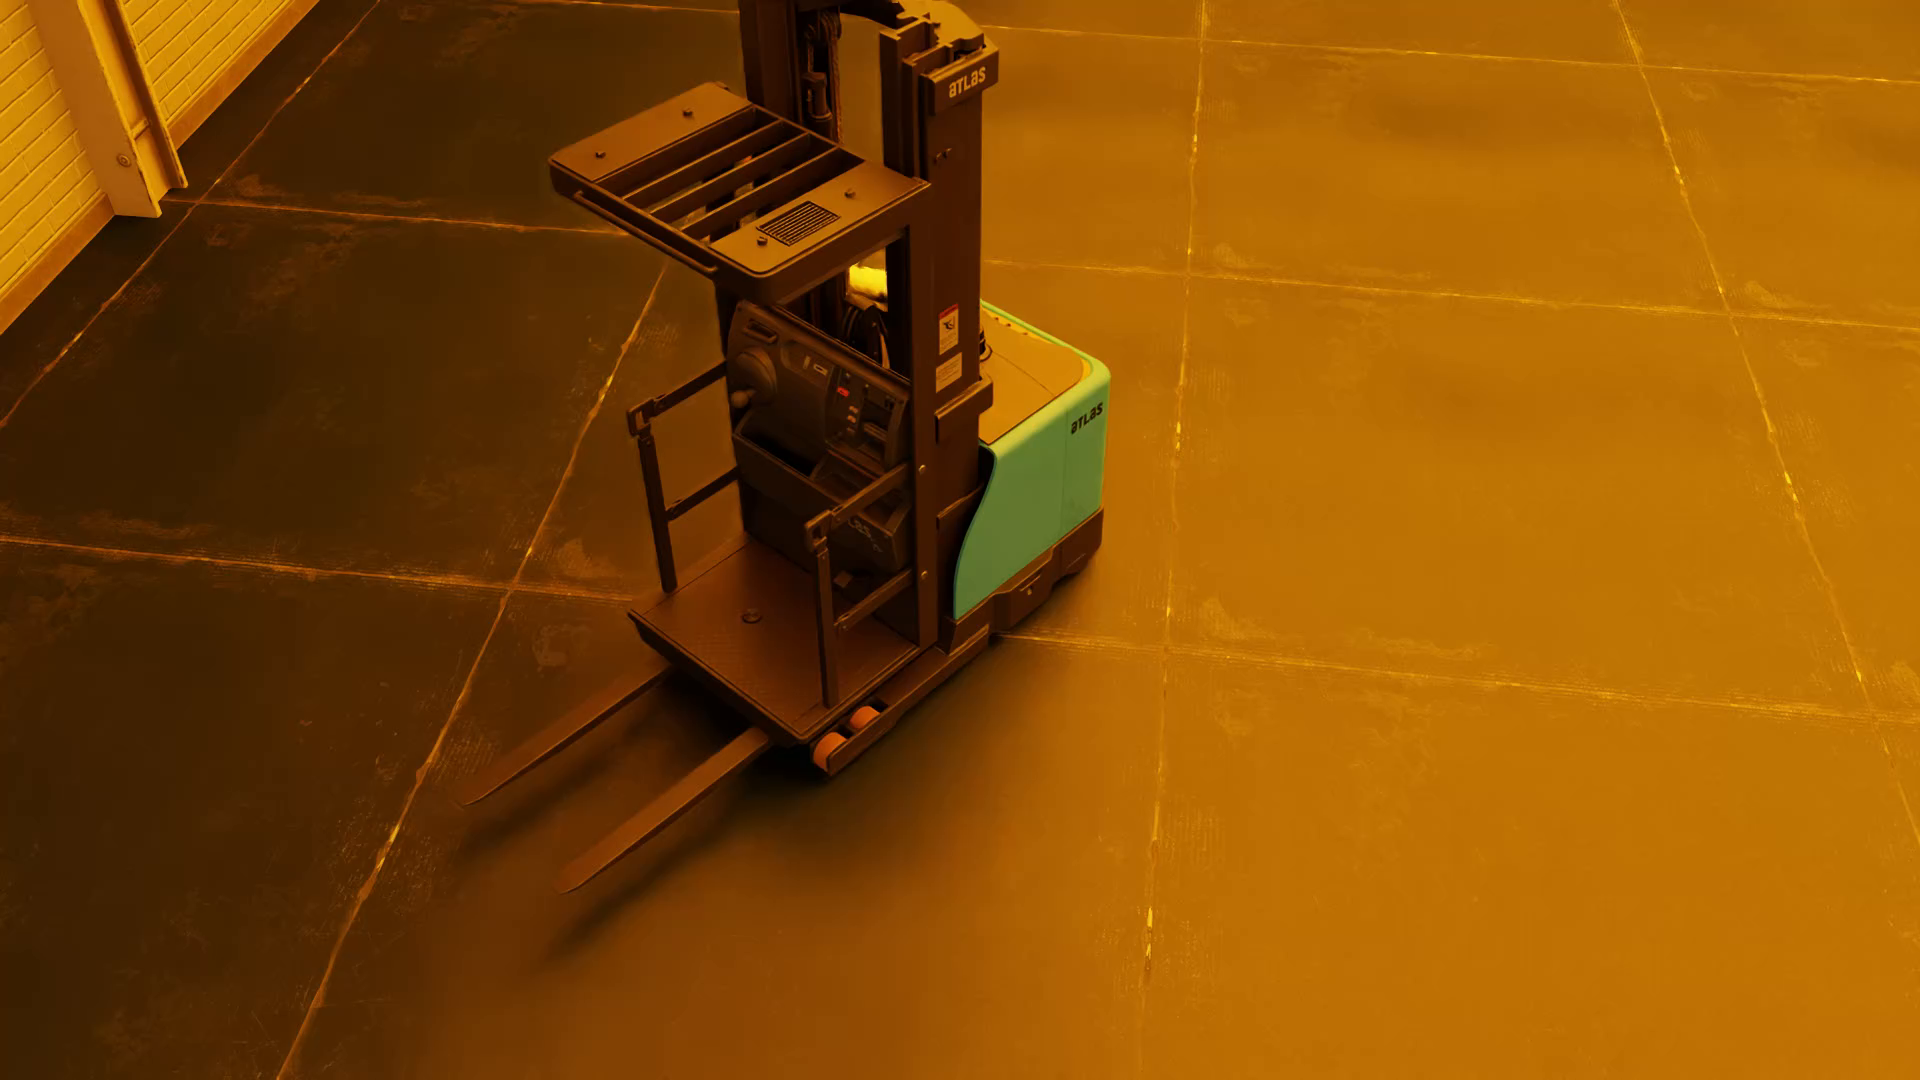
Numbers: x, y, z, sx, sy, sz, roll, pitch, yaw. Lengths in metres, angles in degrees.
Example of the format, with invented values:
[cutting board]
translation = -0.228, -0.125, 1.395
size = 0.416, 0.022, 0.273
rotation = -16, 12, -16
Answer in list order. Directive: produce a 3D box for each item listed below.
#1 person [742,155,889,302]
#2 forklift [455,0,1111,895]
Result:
[person]
translation = -0.601, -1.142, 8.090
size = 0.743, 1.439, 1.514
rotation = -19, 46, -19
[forklift]
translation = -0.701, -0.514, 6.284
size = 1.130, 2.935, 3.031
rotation = 32, 51, 30
